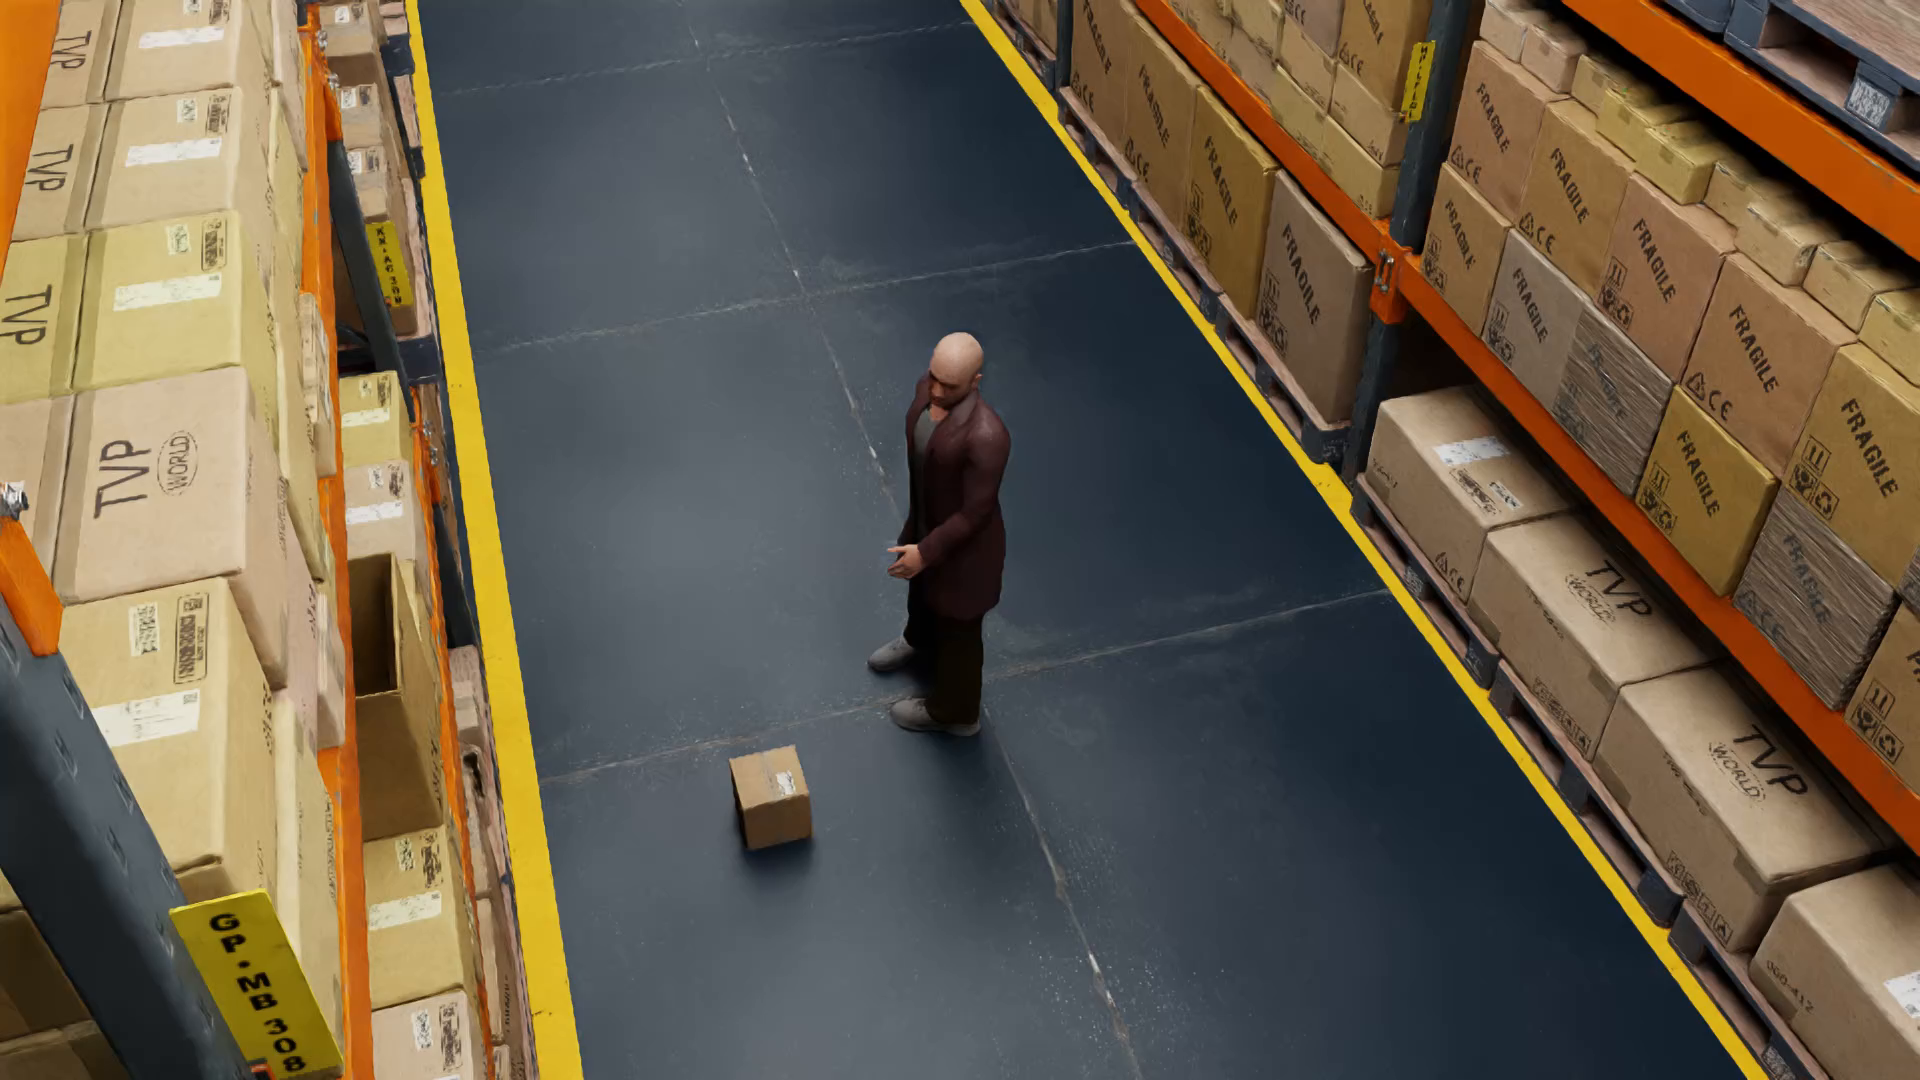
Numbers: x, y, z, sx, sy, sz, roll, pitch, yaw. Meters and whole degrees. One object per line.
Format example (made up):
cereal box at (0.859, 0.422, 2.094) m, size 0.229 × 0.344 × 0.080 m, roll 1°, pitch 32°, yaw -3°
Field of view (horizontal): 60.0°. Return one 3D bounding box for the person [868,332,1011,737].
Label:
person at (-0.100, -0.023, 6.191) m, size 0.466 × 1.779 × 0.650 m, roll -19°, pitch 45°, yaw -20°
